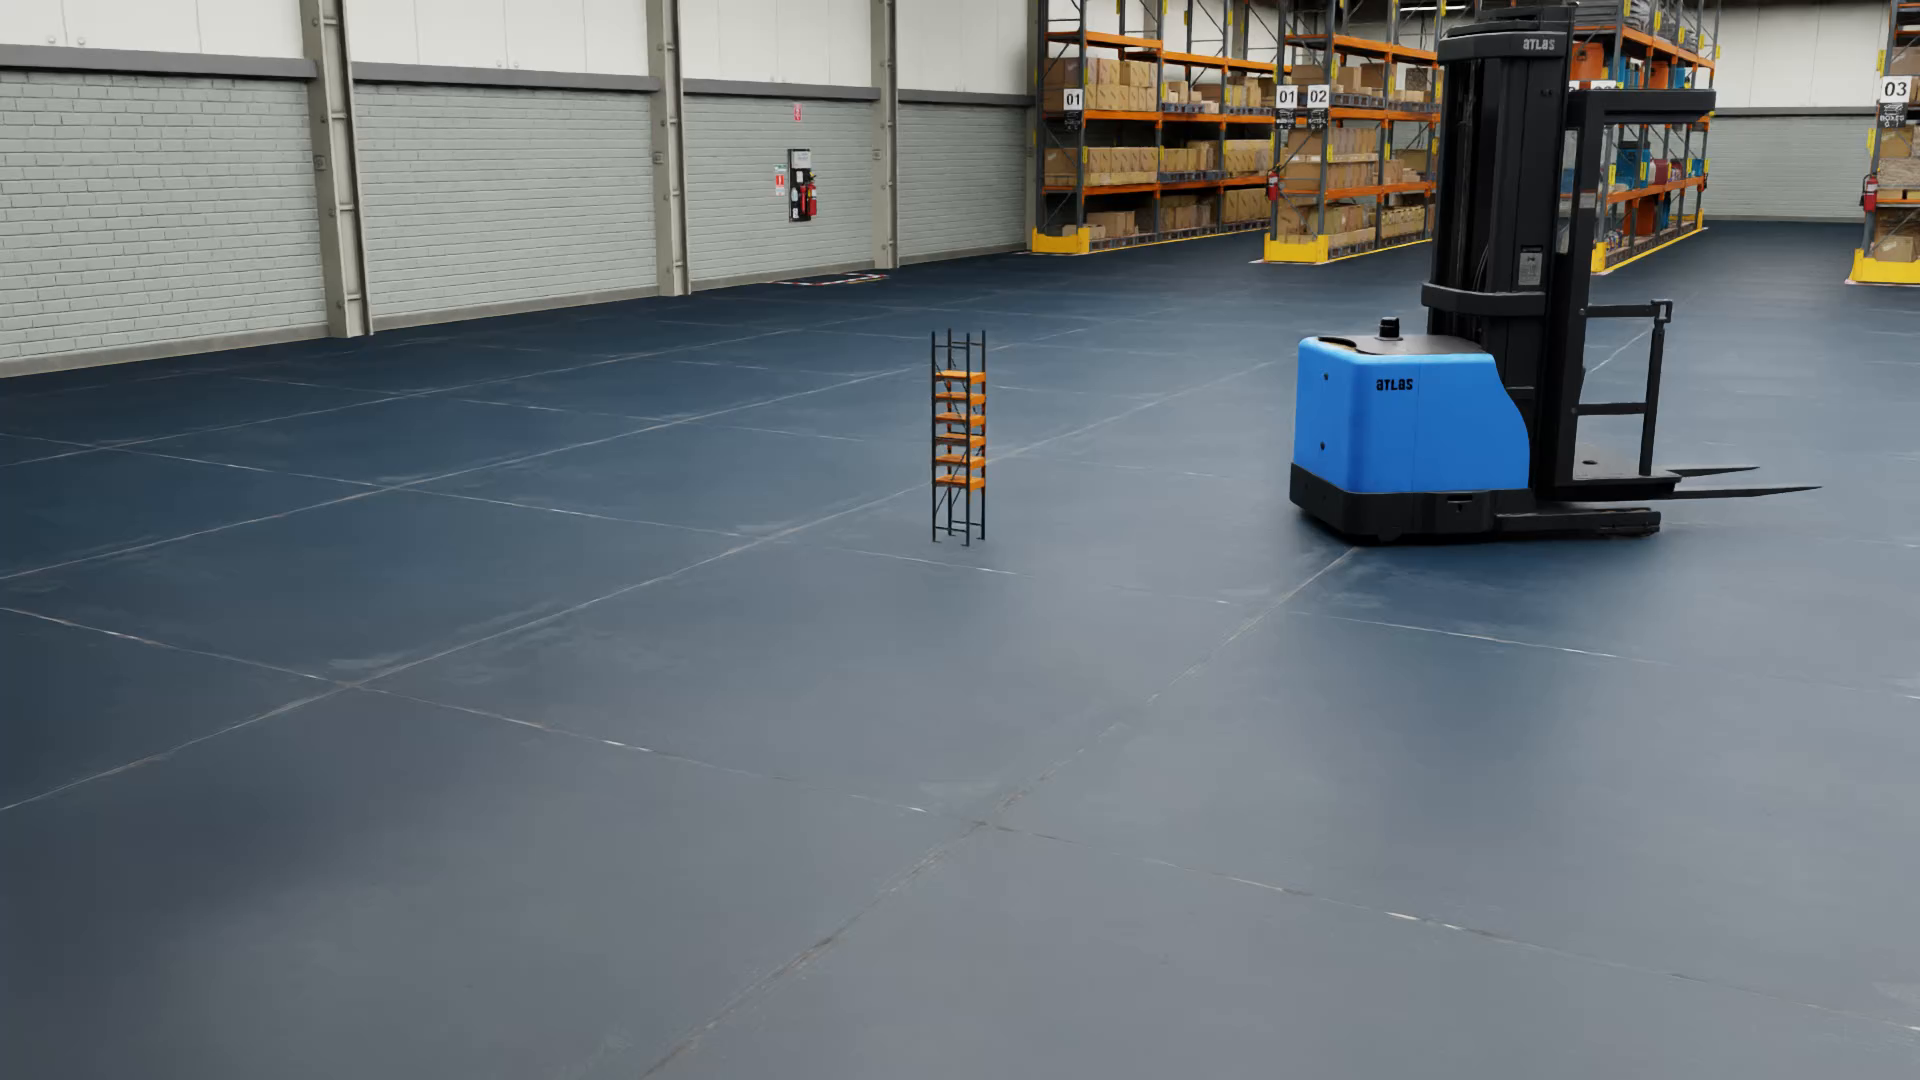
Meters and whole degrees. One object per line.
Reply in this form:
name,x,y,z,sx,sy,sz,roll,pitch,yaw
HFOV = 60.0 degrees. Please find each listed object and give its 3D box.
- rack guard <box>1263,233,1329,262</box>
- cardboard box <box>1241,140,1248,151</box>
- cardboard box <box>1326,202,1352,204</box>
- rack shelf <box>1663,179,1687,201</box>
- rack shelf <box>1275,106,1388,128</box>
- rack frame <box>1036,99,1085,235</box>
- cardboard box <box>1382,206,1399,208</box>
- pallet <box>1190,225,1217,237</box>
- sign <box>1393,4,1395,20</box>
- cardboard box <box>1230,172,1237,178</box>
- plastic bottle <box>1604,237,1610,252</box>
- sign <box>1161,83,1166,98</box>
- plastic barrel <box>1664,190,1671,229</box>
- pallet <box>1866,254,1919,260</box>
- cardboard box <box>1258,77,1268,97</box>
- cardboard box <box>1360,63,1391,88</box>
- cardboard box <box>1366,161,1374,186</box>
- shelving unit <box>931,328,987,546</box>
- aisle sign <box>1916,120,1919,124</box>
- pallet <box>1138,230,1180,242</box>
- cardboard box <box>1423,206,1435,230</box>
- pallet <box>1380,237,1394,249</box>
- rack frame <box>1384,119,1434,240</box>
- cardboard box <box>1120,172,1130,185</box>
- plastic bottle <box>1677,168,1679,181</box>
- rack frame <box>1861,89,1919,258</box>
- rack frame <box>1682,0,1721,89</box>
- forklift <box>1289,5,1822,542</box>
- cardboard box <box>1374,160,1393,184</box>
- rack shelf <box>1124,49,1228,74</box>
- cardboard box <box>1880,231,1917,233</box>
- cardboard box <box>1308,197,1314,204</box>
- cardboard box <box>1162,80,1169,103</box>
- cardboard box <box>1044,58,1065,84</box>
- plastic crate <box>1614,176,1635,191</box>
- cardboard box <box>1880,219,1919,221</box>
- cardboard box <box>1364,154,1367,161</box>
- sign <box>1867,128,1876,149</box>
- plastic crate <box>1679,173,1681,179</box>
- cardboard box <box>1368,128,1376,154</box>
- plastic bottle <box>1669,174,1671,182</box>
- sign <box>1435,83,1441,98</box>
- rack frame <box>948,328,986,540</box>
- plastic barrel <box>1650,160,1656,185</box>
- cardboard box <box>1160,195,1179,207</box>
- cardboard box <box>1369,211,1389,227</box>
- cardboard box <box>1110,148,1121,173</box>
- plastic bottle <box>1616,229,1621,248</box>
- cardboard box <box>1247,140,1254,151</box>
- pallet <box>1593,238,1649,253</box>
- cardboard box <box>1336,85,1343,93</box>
rack guard,6.332,-5.517,31.351,1.175,0.500,0.348,7,15,28
cardboard box,6.815,-9.784,41.225,0.500,0.250,0.500,7,15,28
cardboard box,7.779,-6.730,34.420,0.500,0.500,0.500,7,15,28
rack shelf,15.512,-7.877,37.342,1.077,0.370,4.000,7,15,28
rack shelf,7.310,-8.256,32.513,1.077,0.370,4.000,7,15,28
rack frame,2.005,-7.298,33.403,1.000,3.000,0.127,7,15,28
cardboard box,9.701,-7.444,37.786,0.500,0.311,0.500,8,16,30
pallet,5.494,-7.423,39.874,1.003,0.211,1.213,7,15,28
sign,9.731,-11.847,37.311,0.100,0.325,0.005,7,15,28
cardboard box,6.567,-8.963,40.807,0.380,0.149,0.250,8,16,30
plastic bottle,11.827,-5.399,30.412,0.097,0.271,0.097,0,14,0
sign,4.418,-9.768,36.147,0.100,0.325,0.005,7,15,28
plastic barrel,16.201,-7.711,38.701,0.600,0.901,0.708,7,15,28
pallet,16.653,-4.937,29.562,1.003,0.211,1.213,7,15,28
cardboard box,7.940,-11.932,43.837,0.500,0.500,0.500,7,15,28
cardboard box,8.610,-9.634,34.518,0.500,0.500,0.500,8,15,29
cardboard box,8.068,-7.515,34.090,0.700,0.500,0.500,7,15,27
shelving unit,-0.007,-0.580,9.381,0.258,1.200,0.189,7,15,28
aisle sign,23.046,-10.141,39.651,0.394,0.787,0.004,7,15,28
pallet,4.314,-6.923,37.797,1.003,0.211,1.213,7,15,28
cardboard box,10.681,-7.438,38.381,0.500,0.500,0.500,8,16,30
pallet,8.599,-6.358,35.455,1.003,0.211,1.213,7,15,28
rack frame,10.211,-8.378,37.887,1.000,3.000,0.127,7,15,28
cardboard box,3.255,-7.614,34.993,0.500,0.250,0.500,8,15,29
plastic bottle,16.499,-8.410,38.268,0.061,0.283,0.133,7,15,28
rack frame,15.014,-5.614,26.420,1.000,3.000,0.127,7,15,28
rack frame,18.413,-12.374,41.660,1.000,3.000,0.127,7,15,28
forklift,3.590,-1.551,9.714,3.031,2.935,1.130,-2,14,-8
cardboard box,8.917,-7.870,35.565,0.500,0.500,0.500,9,16,32
rack shelf,4.906,-10.901,37.937,1.077,0.370,4.000,7,15,28
cardboard box,15.908,-4.982,28.236,0.500,0.500,0.500,9,16,33
cardboard box,9.489,-9.414,46.621,0.700,0.500,0.500,7,15,28
cardboard box,4.273,-9.932,36.823,0.500,0.500,0.500,10,17,36
cardboard box,1.985,-9.418,33.410,0.500,0.500,0.500,8,16,31
plastic crate,12.314,-6.666,31.100,0.499,0.251,0.616,7,15,28
cardboard box,18.050,-5.882,31.926,0.700,0.500,0.500,9,16,33
cardboard box,7.961,-7.683,33.405,0.380,0.149,0.250,7,15,28
sign,14.537,-6.397,26.525,0.100,0.325,0.005,7,15,28
plastic crate,16.829,-8.617,39.312,0.396,0.136,0.243,7,15,28
cardboard box,8.068,-8.145,33.938,0.700,0.500,0.500,7,15,28
plastic bottle,15.708,-8.093,36.967,0.152,0.276,0.135,7,15,28
sign,10.693,-10.062,37.197,0.100,0.325,0.005,7,15,28
rack frame,0.037,-0.599,9.458,0.240,1.200,0.006,7,15,28
plastic barrel,14.235,-7.636,34.567,0.421,0.512,0.421,0,14,0
cardboard box,4.738,-7.832,38.416,0.500,0.250,0.500,7,15,26
cardboard box,8.695,-6.754,34.925,0.500,0.311,0.500,7,15,28
cardboard box,3.002,-7.868,34.448,0.500,0.500,0.500,7,15,26
plastic bottle,12.460,-5.718,31.564,0.144,0.351,0.185,7,15,25
cardboard box,7.057,-9.889,41.662,0.500,0.250,0.500,7,15,27
pallet,13.546,-6.057,34.207,1.003,0.211,1.213,7,15,28
cardboard box,7.067,-8.567,31.609,0.380,0.149,0.250,7,15,28
